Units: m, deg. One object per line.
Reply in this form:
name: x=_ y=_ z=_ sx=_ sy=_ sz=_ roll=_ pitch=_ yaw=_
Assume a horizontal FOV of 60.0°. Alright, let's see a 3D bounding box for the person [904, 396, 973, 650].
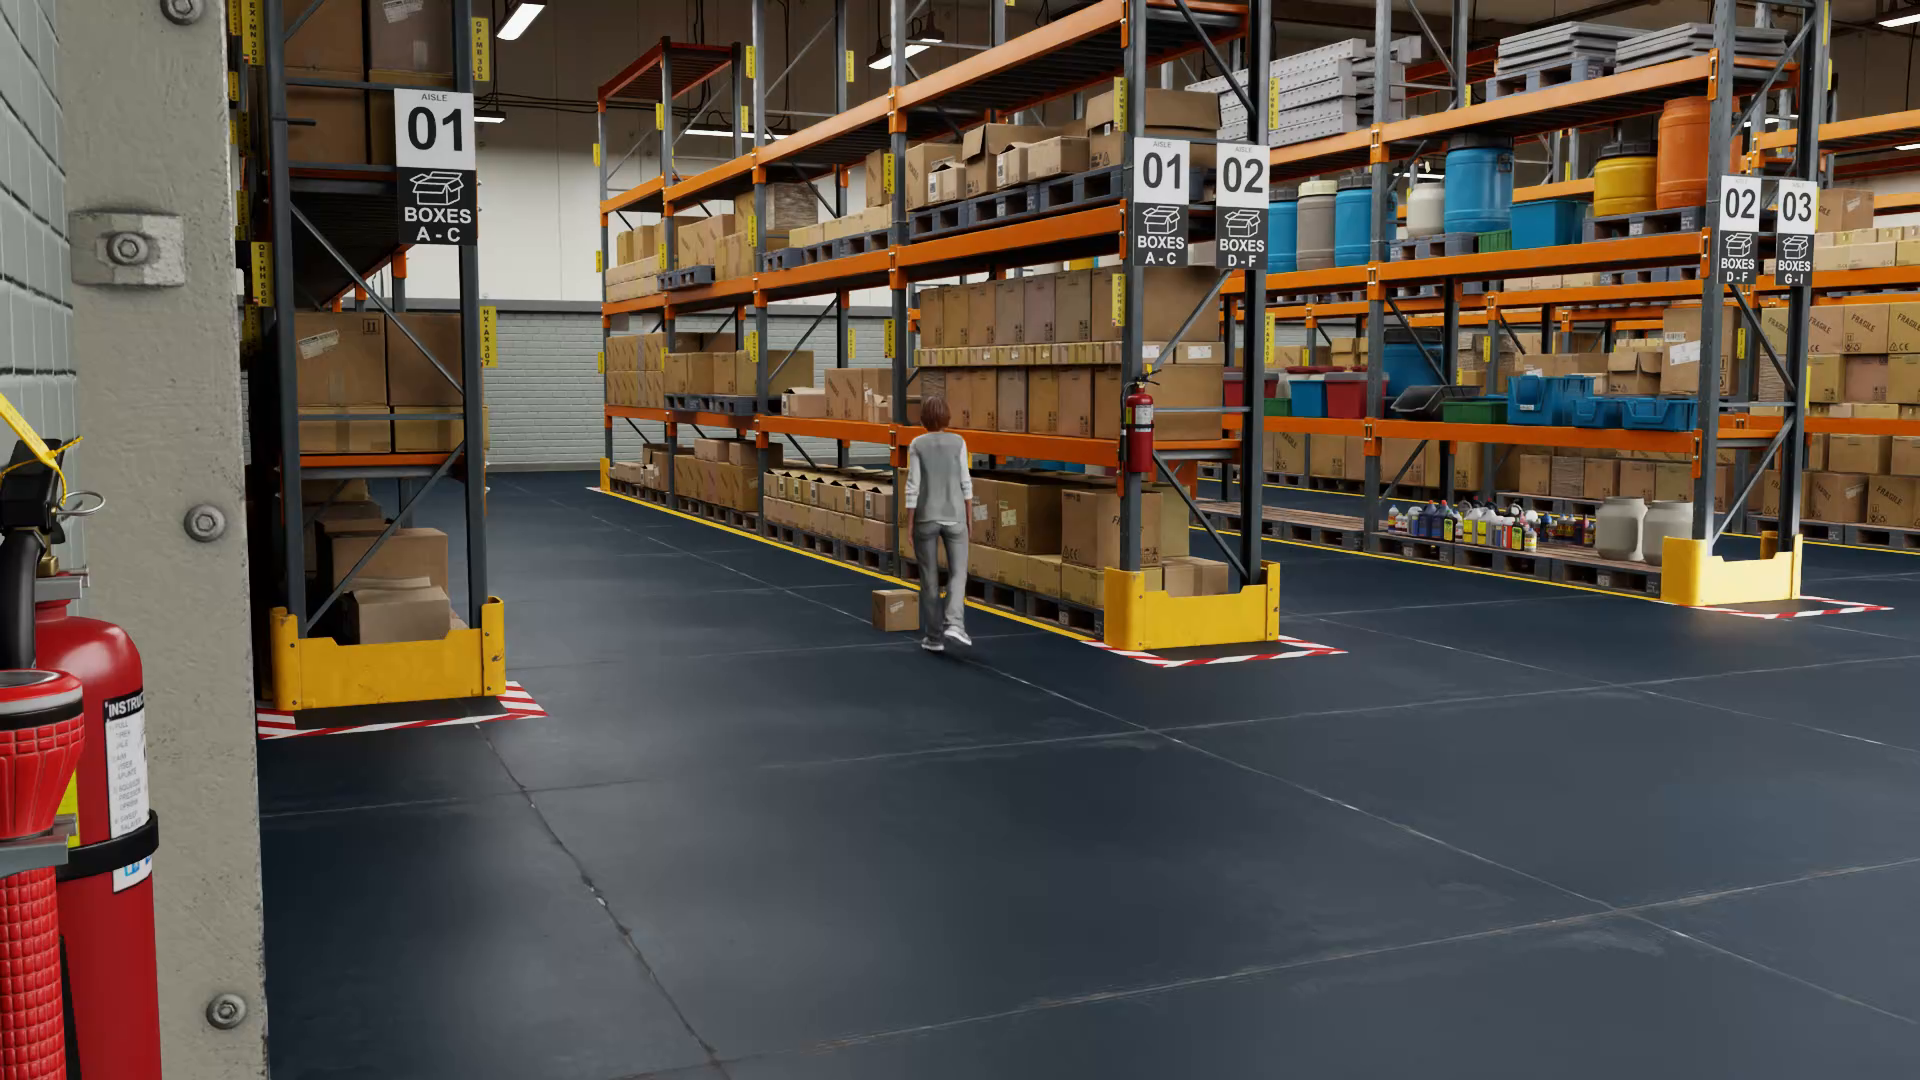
person: x=-0.128 y=-0.092 z=10.319 sx=0.436 sy=1.597 sz=0.526 roll=-1 pitch=6 yaw=-7
